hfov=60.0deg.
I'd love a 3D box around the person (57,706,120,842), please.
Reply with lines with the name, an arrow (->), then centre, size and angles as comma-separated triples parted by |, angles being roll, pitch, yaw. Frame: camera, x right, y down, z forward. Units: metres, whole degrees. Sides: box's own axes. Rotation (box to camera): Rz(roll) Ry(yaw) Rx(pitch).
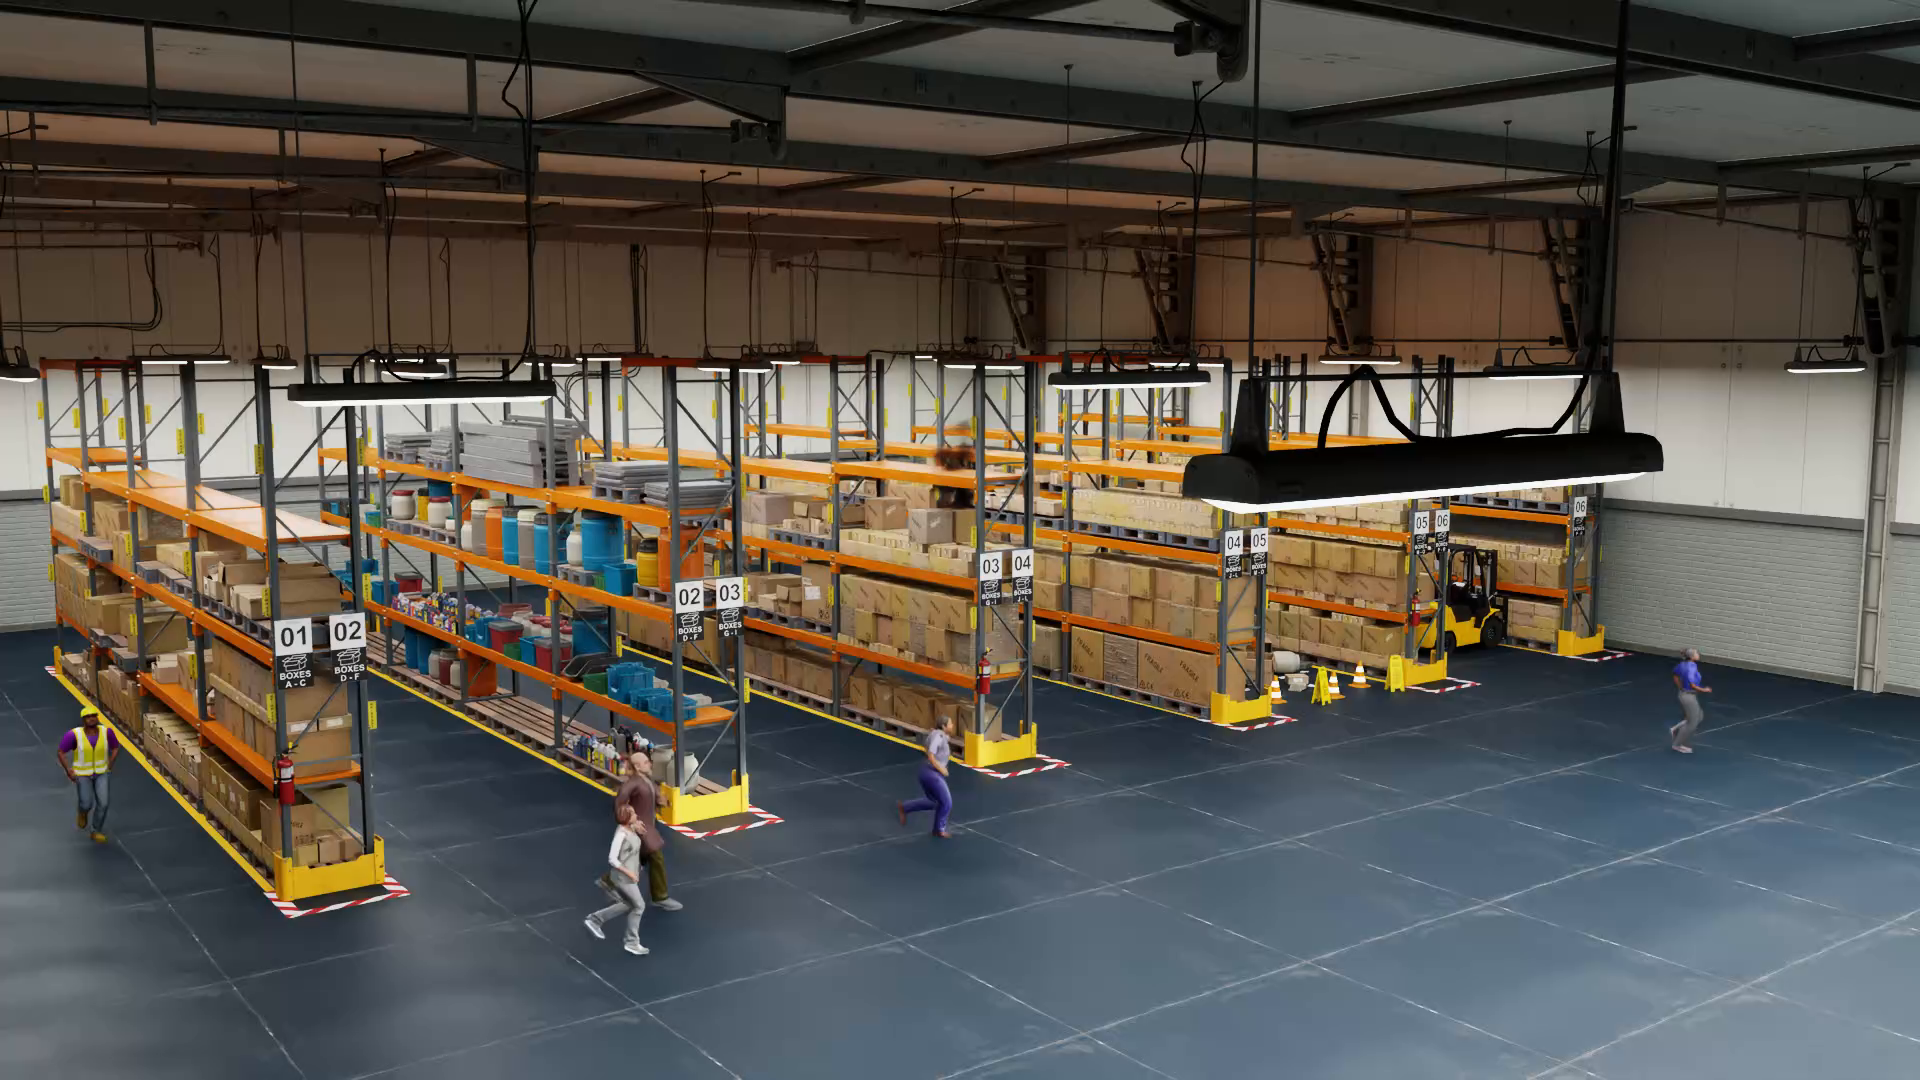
person -> -11.025, 2.956, 21.105 | 0.703, 1.724, 0.610 | -5, 9, -38

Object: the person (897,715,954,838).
person -> -0.442, 3.035, 21.184 | 0.728, 1.611, 0.598 | 0, 7, -2

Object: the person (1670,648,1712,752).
person -> 11.268, 2.500, 25.616 | 0.537, 1.537, 0.624 | 1, 7, 9

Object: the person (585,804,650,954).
person -> -3.554, 3.504, 17.182 | 0.659, 1.602, 0.555 | 0, 7, -3

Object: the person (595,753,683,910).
person -> -3.585, 3.236, 18.512 | 0.973, 1.789, 0.693 | 0, 7, -3
